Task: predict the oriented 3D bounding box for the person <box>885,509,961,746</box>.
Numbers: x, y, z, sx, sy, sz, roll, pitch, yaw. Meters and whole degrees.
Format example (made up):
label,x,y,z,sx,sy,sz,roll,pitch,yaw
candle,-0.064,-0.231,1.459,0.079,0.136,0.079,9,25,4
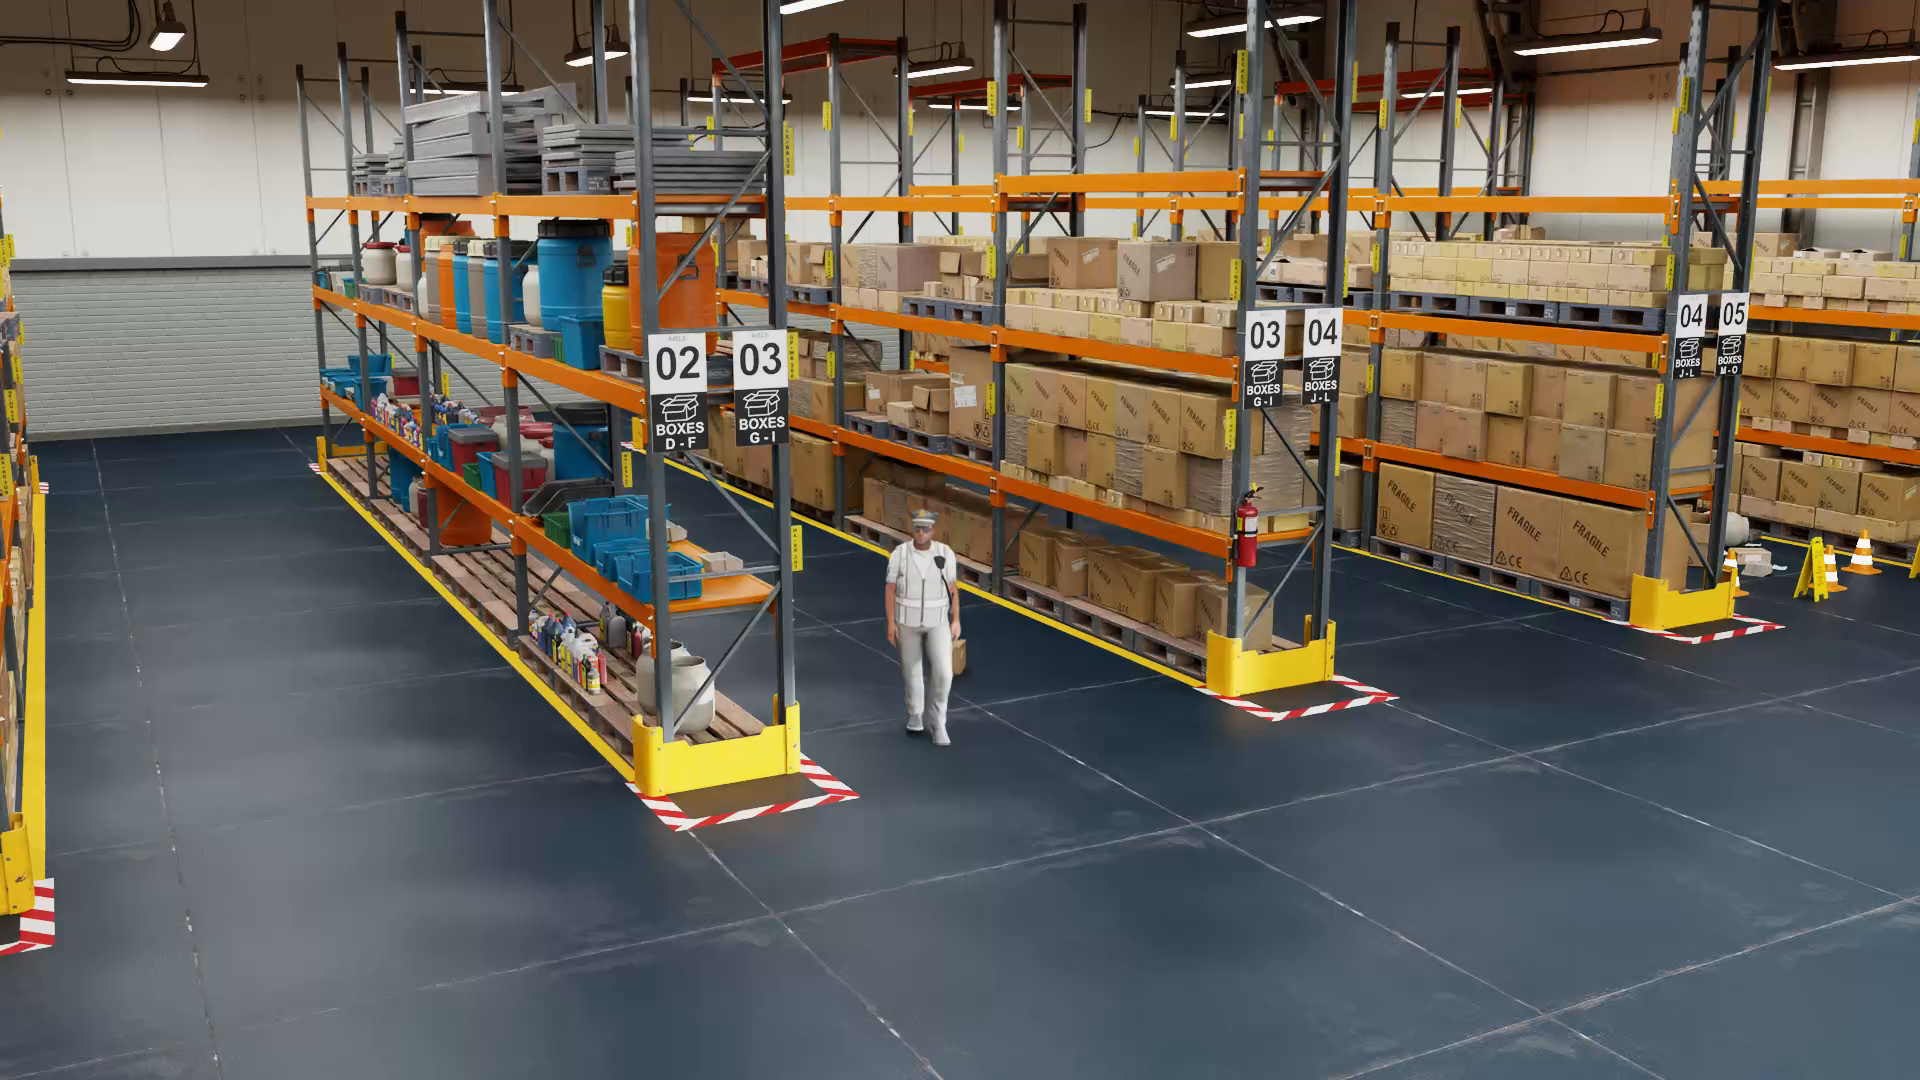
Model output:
label,x,y,z,sx,sy,sz,roll,pitch,yaw
person,-0.285,0.670,12.726,0.578,1.854,0.573,0,12,0
